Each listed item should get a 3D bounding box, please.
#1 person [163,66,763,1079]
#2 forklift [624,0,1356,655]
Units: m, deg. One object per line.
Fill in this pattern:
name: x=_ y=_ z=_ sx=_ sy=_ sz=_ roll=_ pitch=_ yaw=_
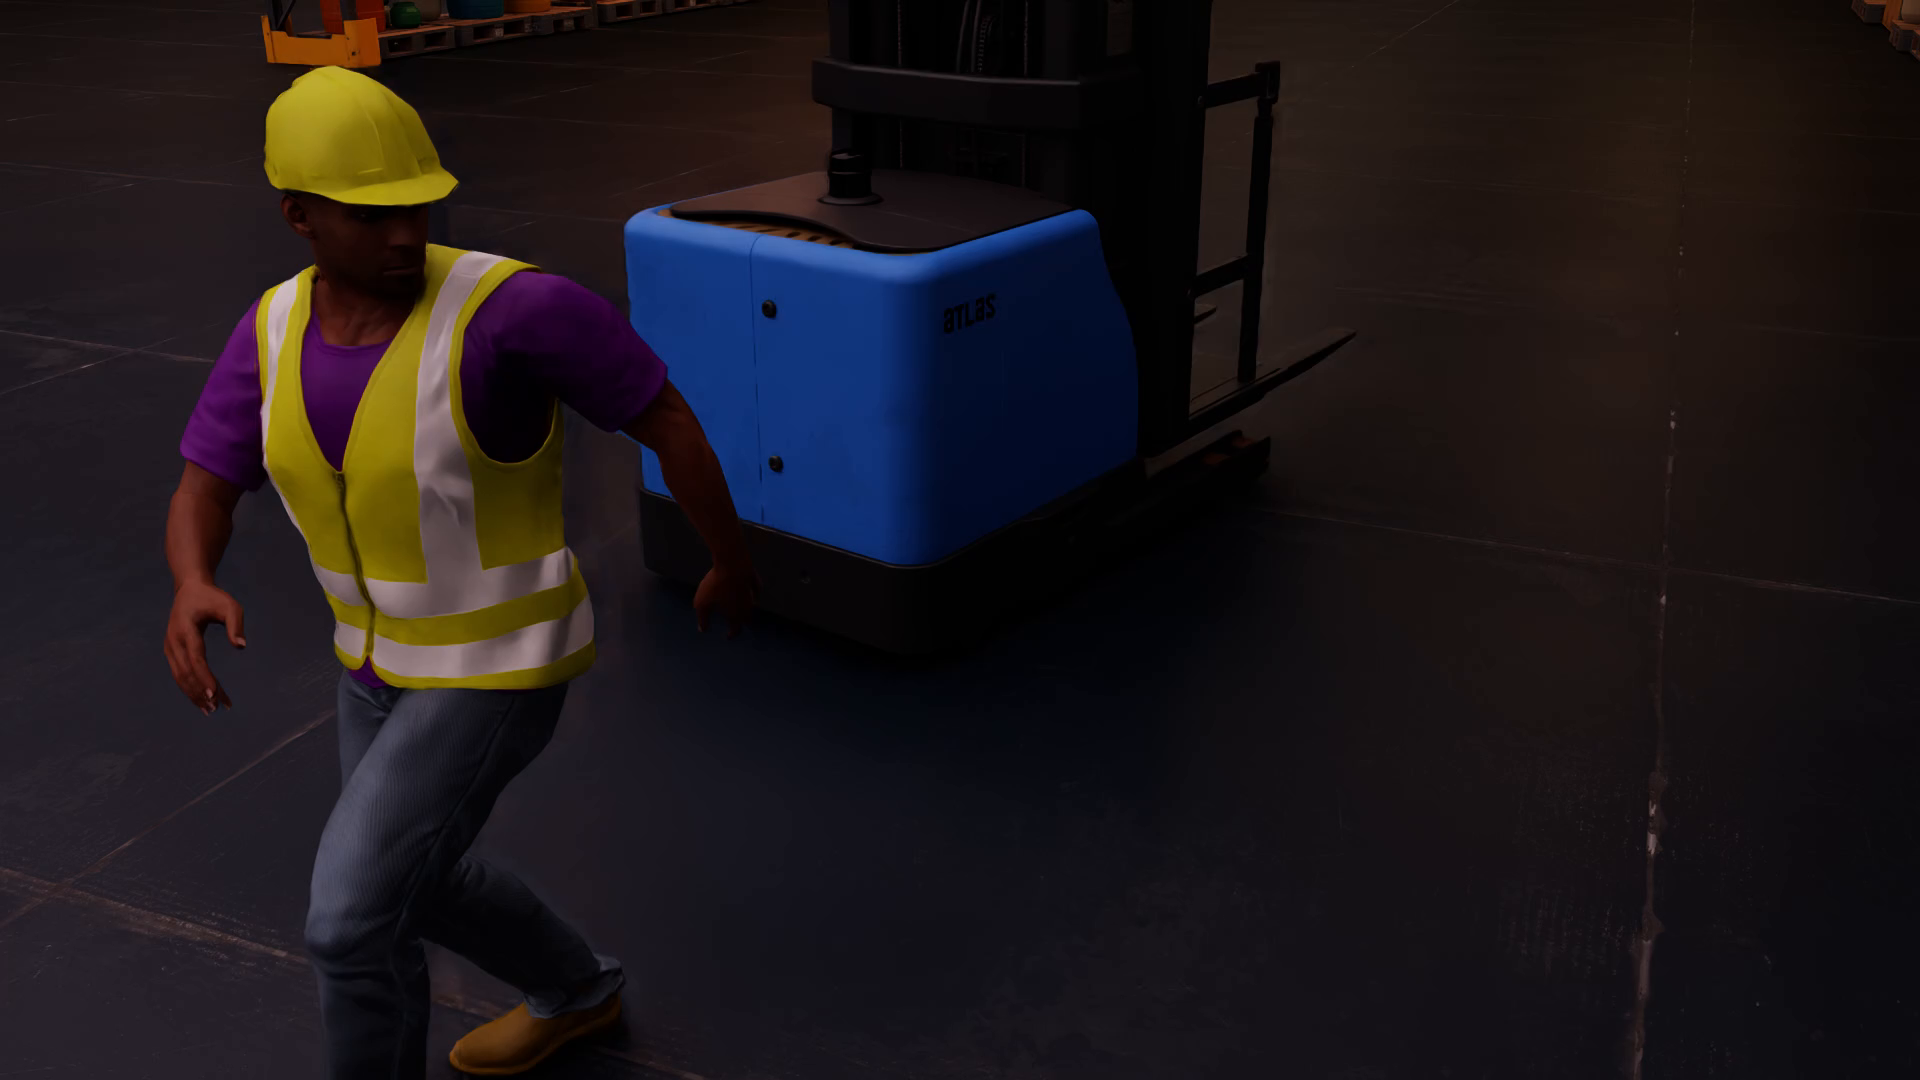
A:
person: x=-0.800 y=0.184 z=2.511 sx=0.613 sy=1.746 sz=0.911 roll=18 pitch=29 yaw=37
forklift: x=0.374 y=-1.569 z=5.045 sx=1.130 sy=2.935 sz=3.031 roll=16 pitch=27 yaw=33
